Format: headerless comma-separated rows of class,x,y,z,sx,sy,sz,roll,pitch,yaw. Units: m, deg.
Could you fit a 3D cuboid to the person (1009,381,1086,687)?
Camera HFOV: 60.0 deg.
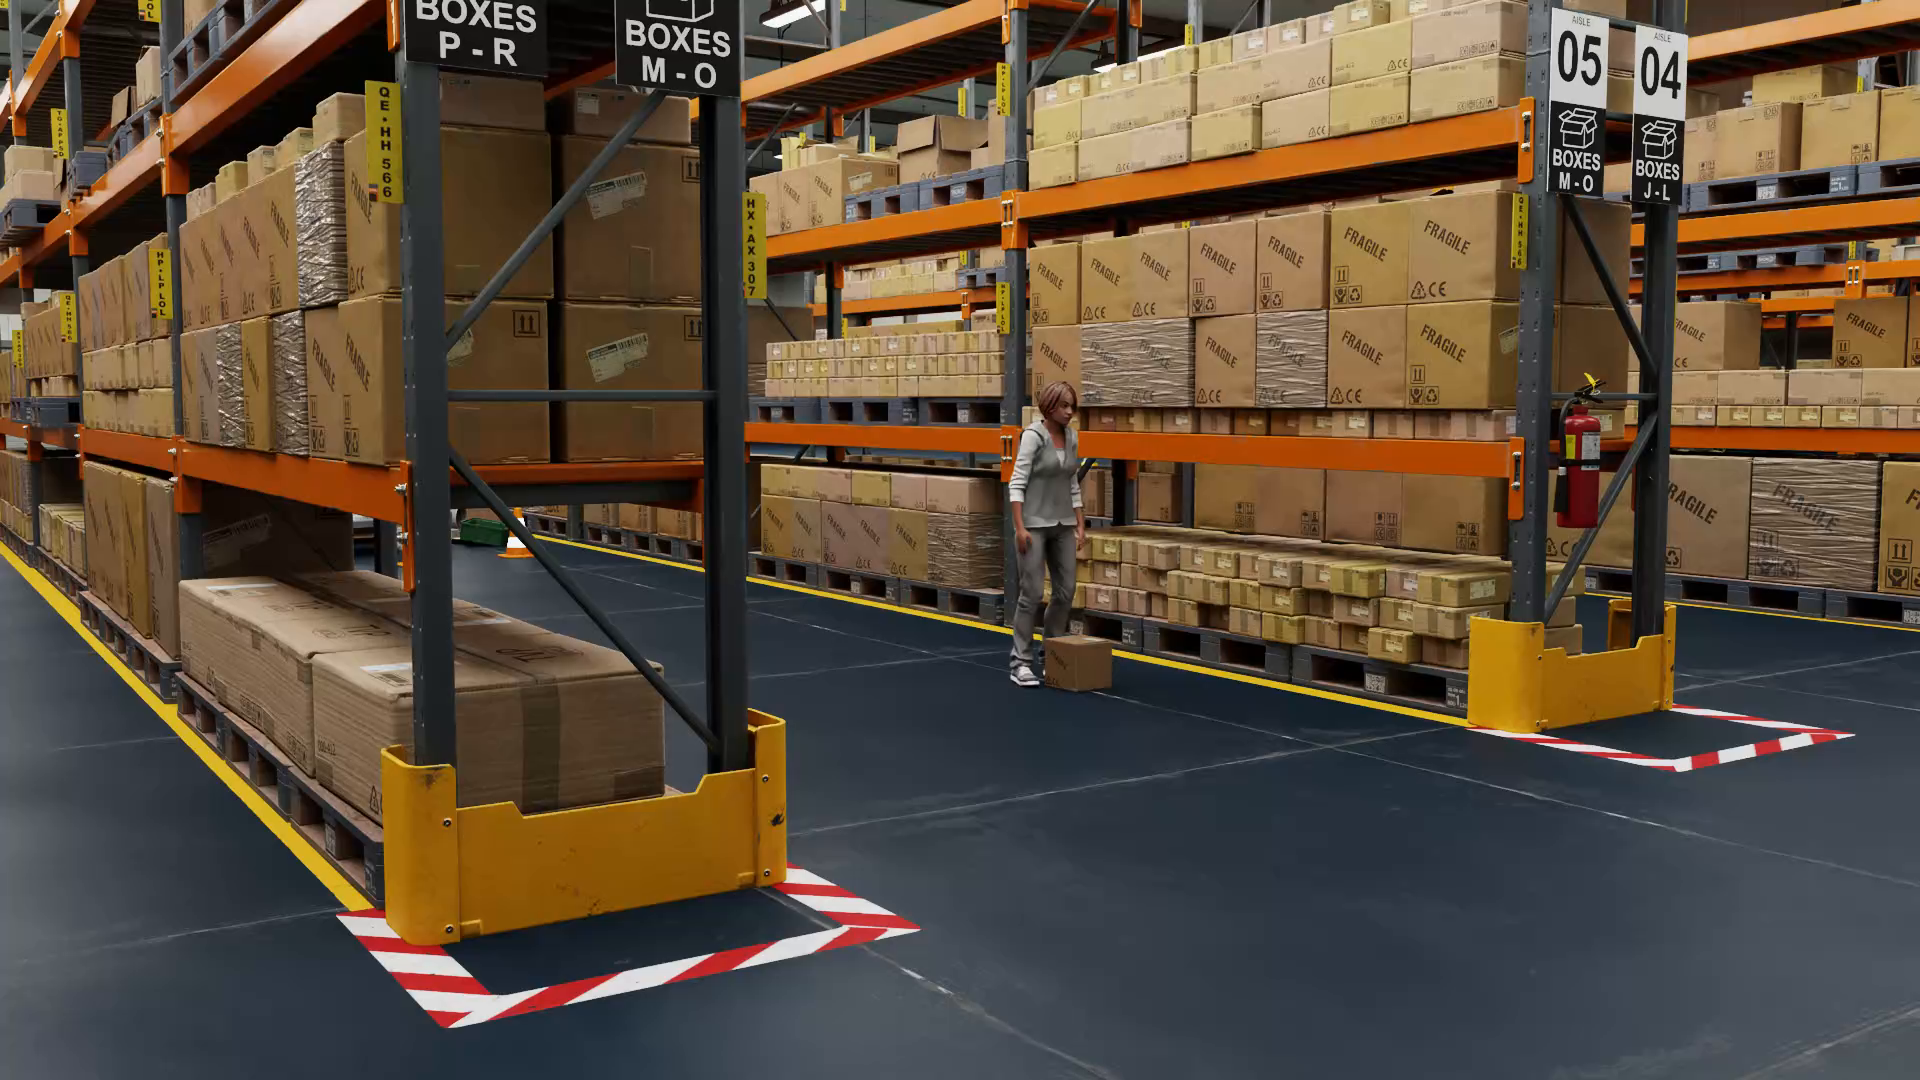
person,0.463,-0.042,8.798,0.476,1.592,0.349,-4,6,-36
